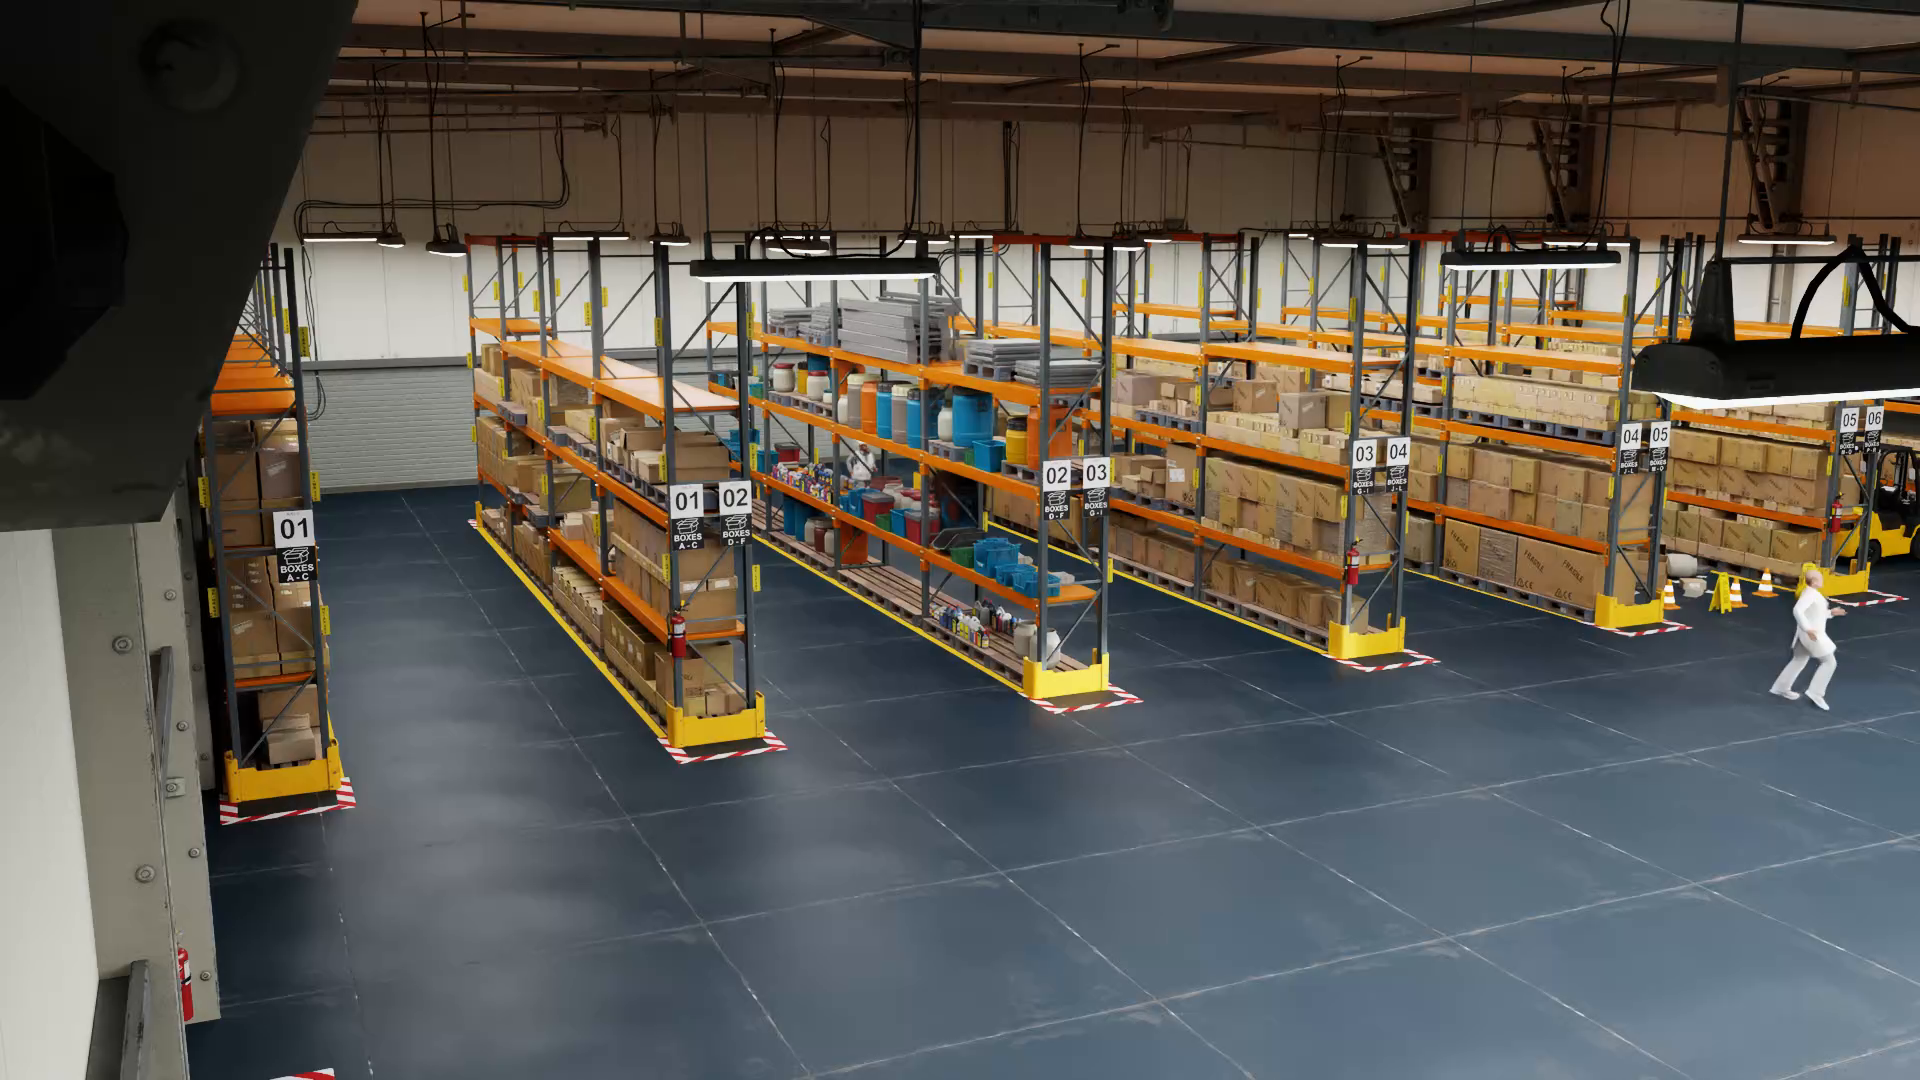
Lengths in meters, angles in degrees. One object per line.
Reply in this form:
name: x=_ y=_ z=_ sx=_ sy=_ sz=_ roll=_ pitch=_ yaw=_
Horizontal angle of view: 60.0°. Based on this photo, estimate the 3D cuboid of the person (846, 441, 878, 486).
person: x=-2.054 y=-1.270 z=35.146 sx=0.582 sy=1.815 sz=0.855 roll=-10 pitch=15 yaw=-41

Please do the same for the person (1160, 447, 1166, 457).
person: x=5.294 y=-2.492 z=41.492 sx=0.711 sy=1.777 sz=0.732 roll=10 pitch=15 yaw=43

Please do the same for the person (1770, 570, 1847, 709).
person: x=11.139 y=1.300 z=21.793 sx=0.823 sy=1.839 sz=0.674 roll=2 pitch=11 yaw=12
